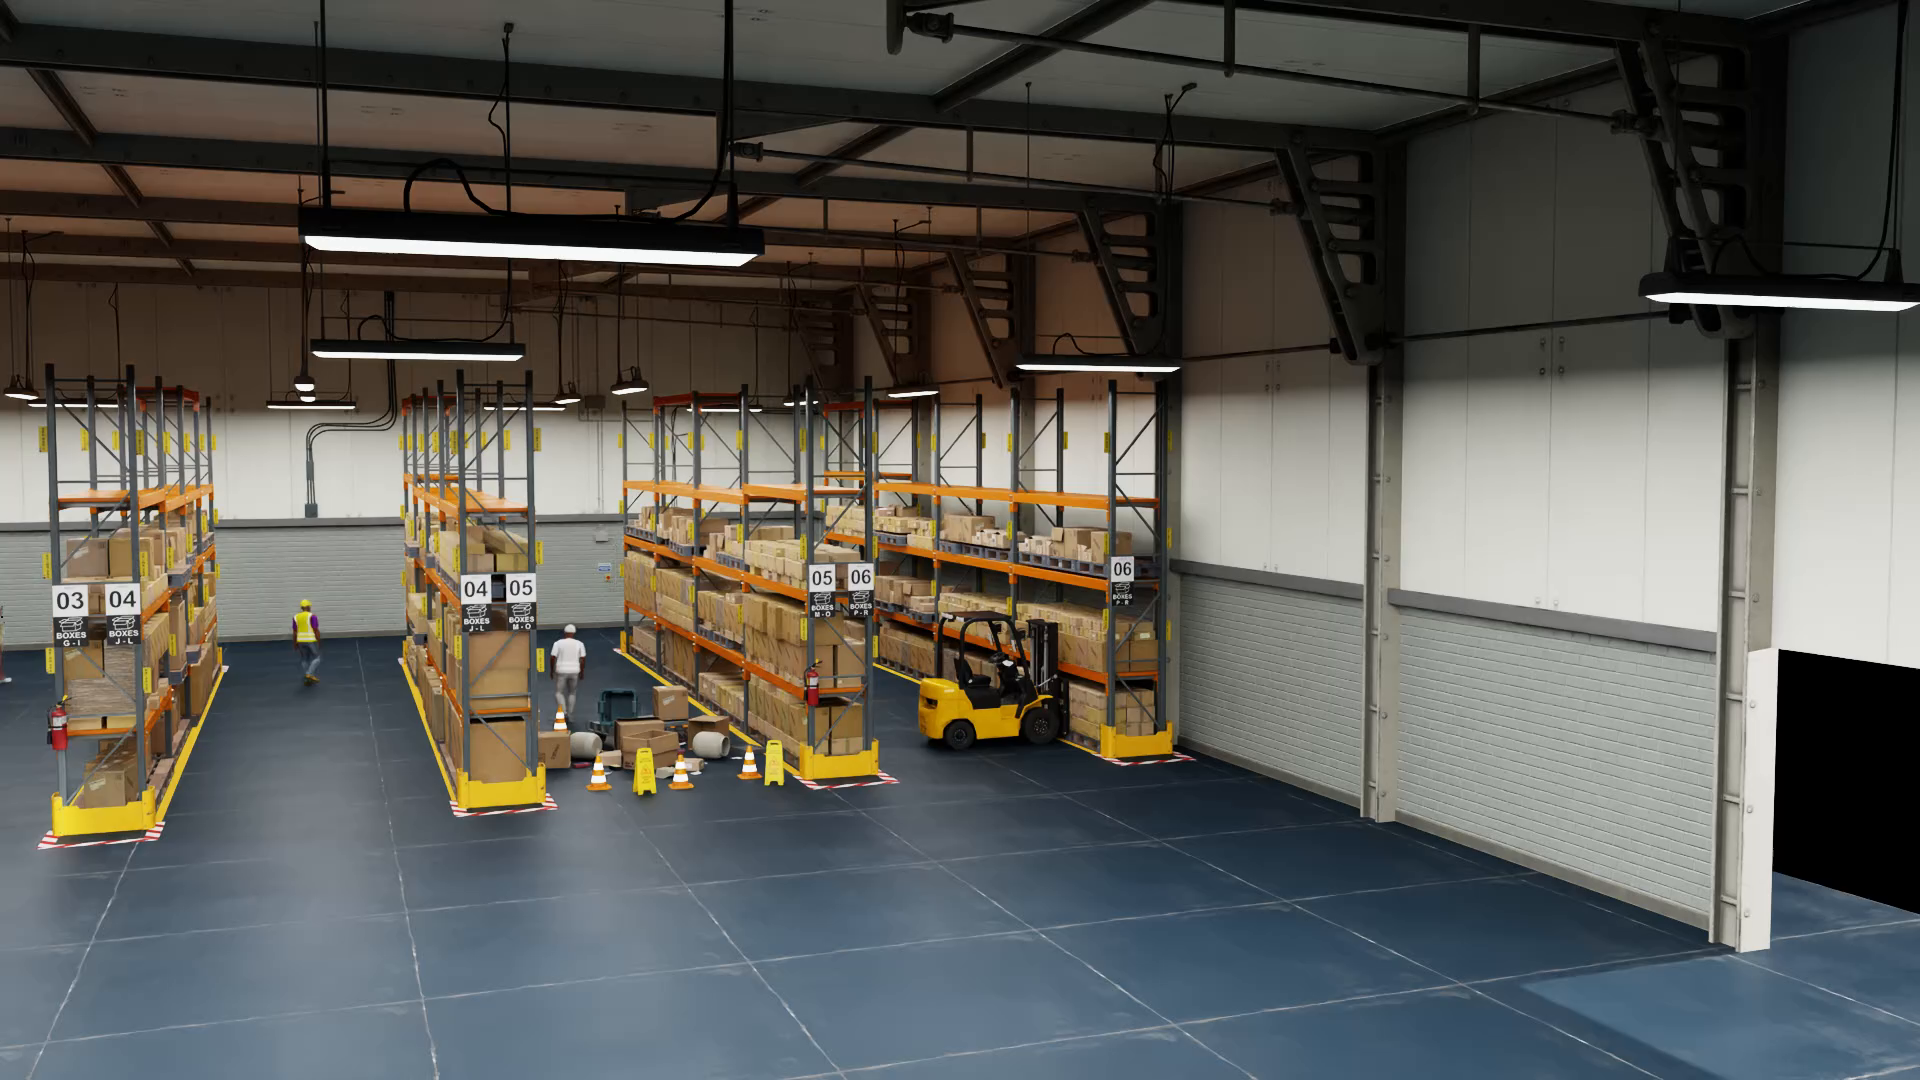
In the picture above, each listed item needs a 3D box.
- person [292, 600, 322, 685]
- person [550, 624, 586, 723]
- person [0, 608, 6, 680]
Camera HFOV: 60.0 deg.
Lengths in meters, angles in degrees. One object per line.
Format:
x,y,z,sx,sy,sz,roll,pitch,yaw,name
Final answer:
-13.511,2.115,34.351,0.590,1.764,0.518,0,3,8,person
-7.011,2.397,29.775,0.629,1.736,0.700,-1,4,-19,person
-20.049,2.123,34.303,0.621,1.592,0.479,-3,5,-44,person
